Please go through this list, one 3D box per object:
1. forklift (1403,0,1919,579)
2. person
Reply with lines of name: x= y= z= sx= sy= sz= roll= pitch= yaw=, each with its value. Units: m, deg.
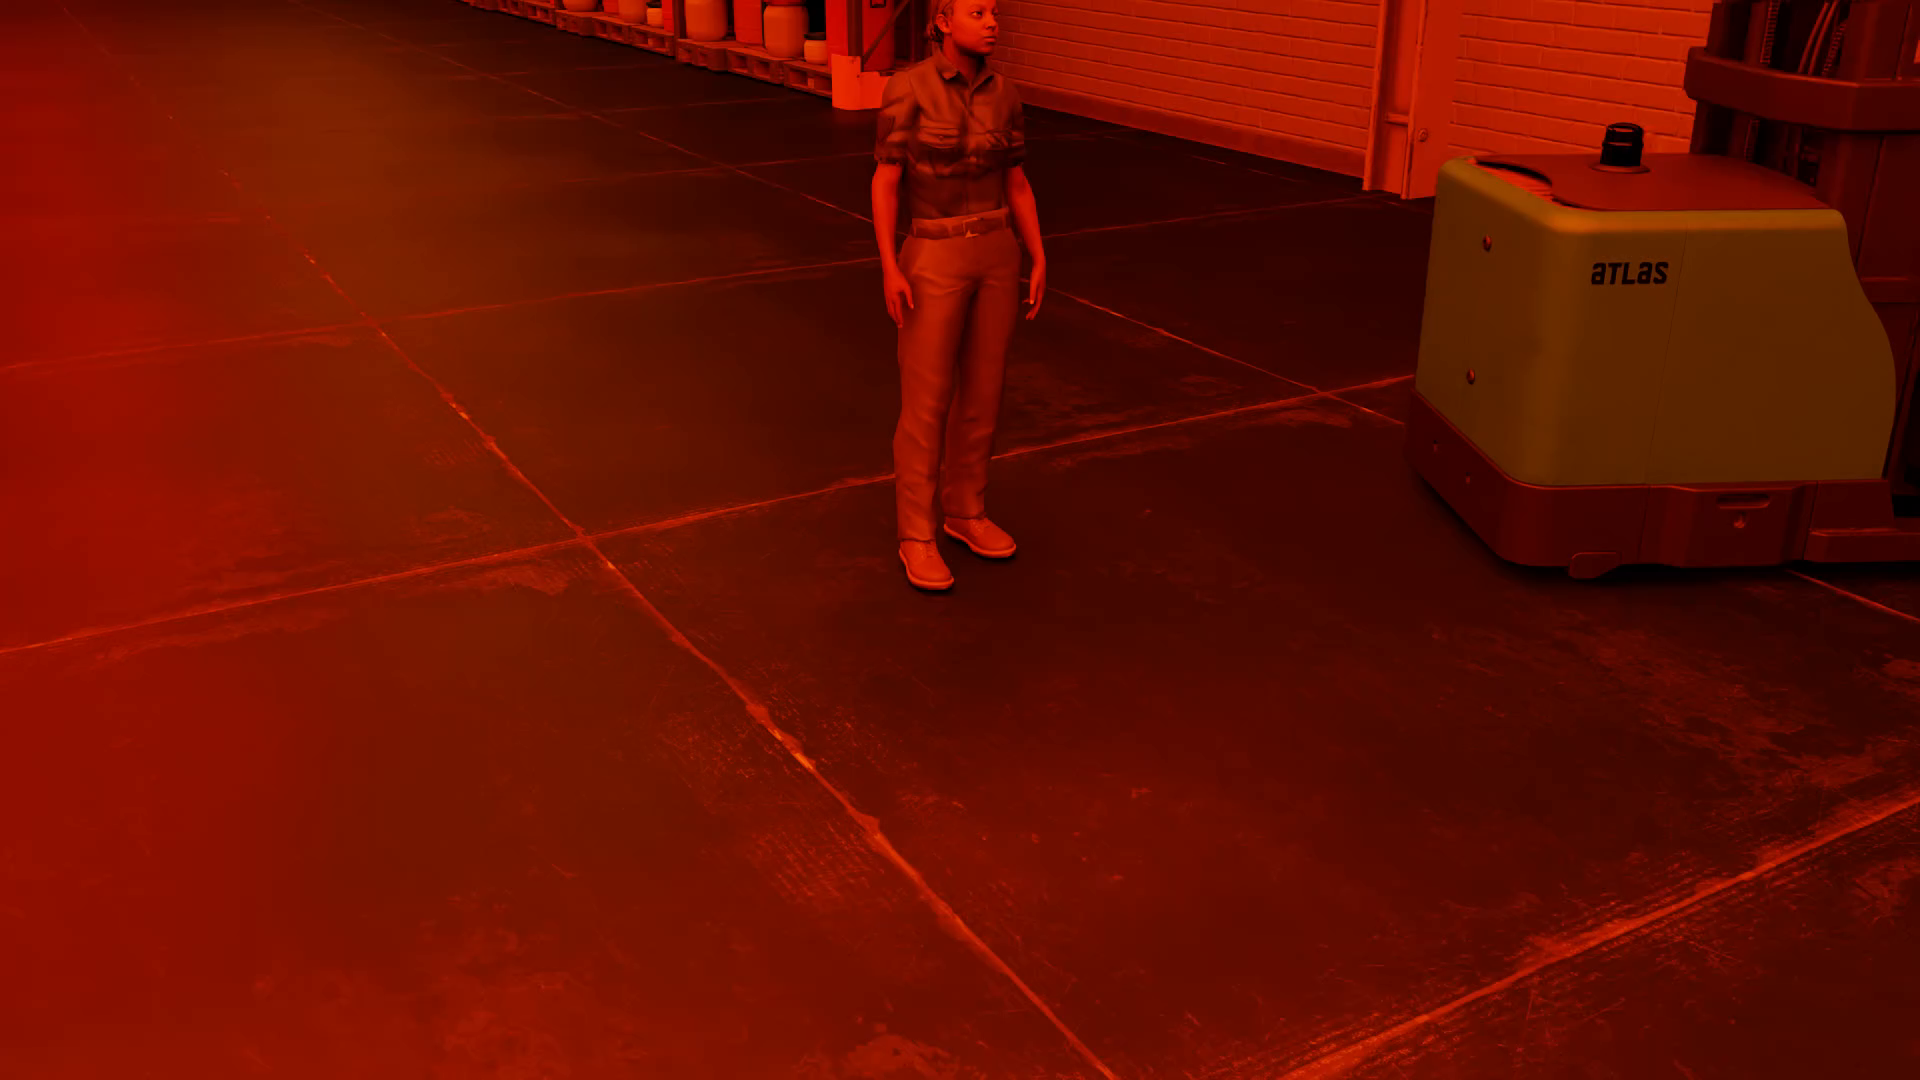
forklift: x=3.042 y=-1.446 z=4.798 sx=3.031 sy=2.935 sz=1.130 roll=-1 pitch=22 yaw=-4
person: x=0.027 y=-0.740 z=4.738 sx=0.569 sy=1.655 sz=0.504 roll=-12 pitch=25 yaw=-28
